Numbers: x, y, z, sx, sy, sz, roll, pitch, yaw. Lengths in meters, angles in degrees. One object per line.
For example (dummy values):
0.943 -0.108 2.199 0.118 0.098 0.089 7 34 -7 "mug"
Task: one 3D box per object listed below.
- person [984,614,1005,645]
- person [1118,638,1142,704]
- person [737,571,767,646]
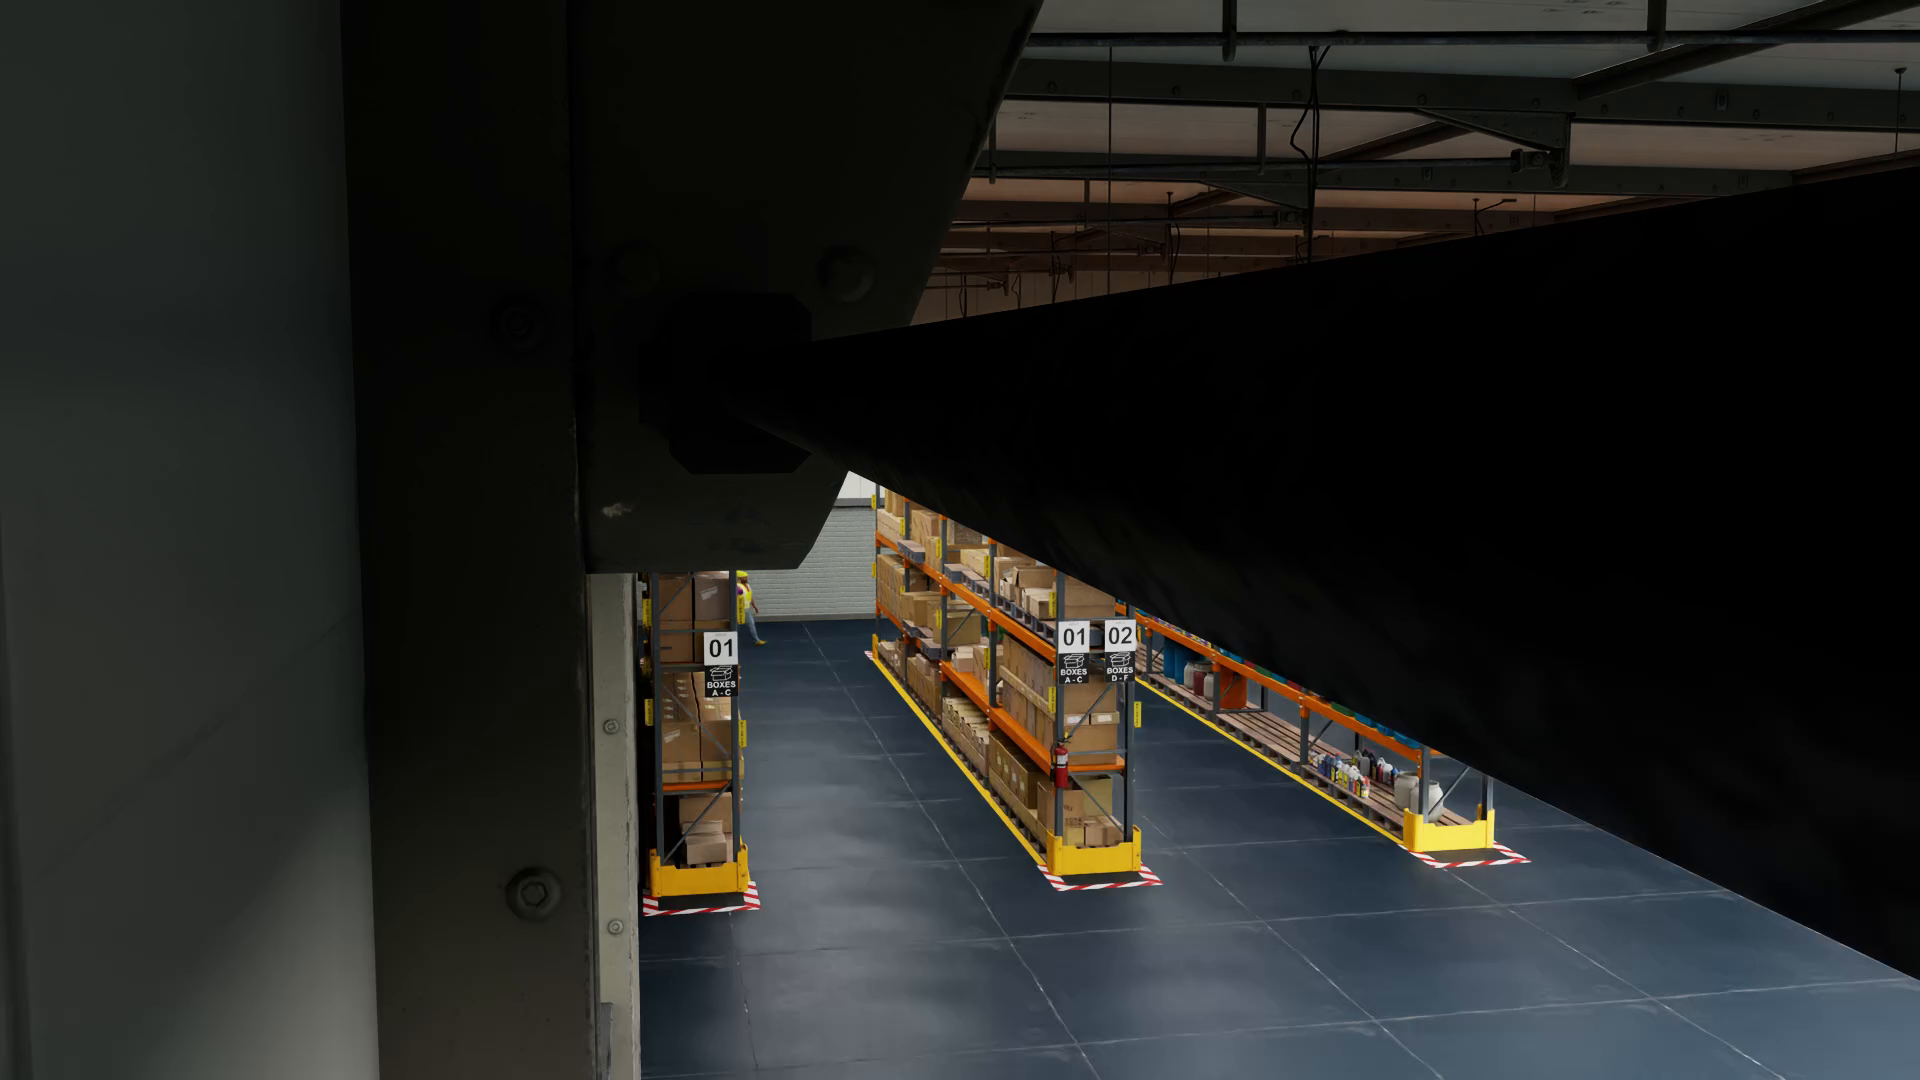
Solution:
0.727 1.711 36.396 0.433 1.816 0.627 -4 7 -32 "person"
3.114 2.315 31.081 0.457 1.624 1.021 -1 6 -13 "person"
-4.936 1.563 38.105 1.065 1.725 0.554 0 6 2 "person"
